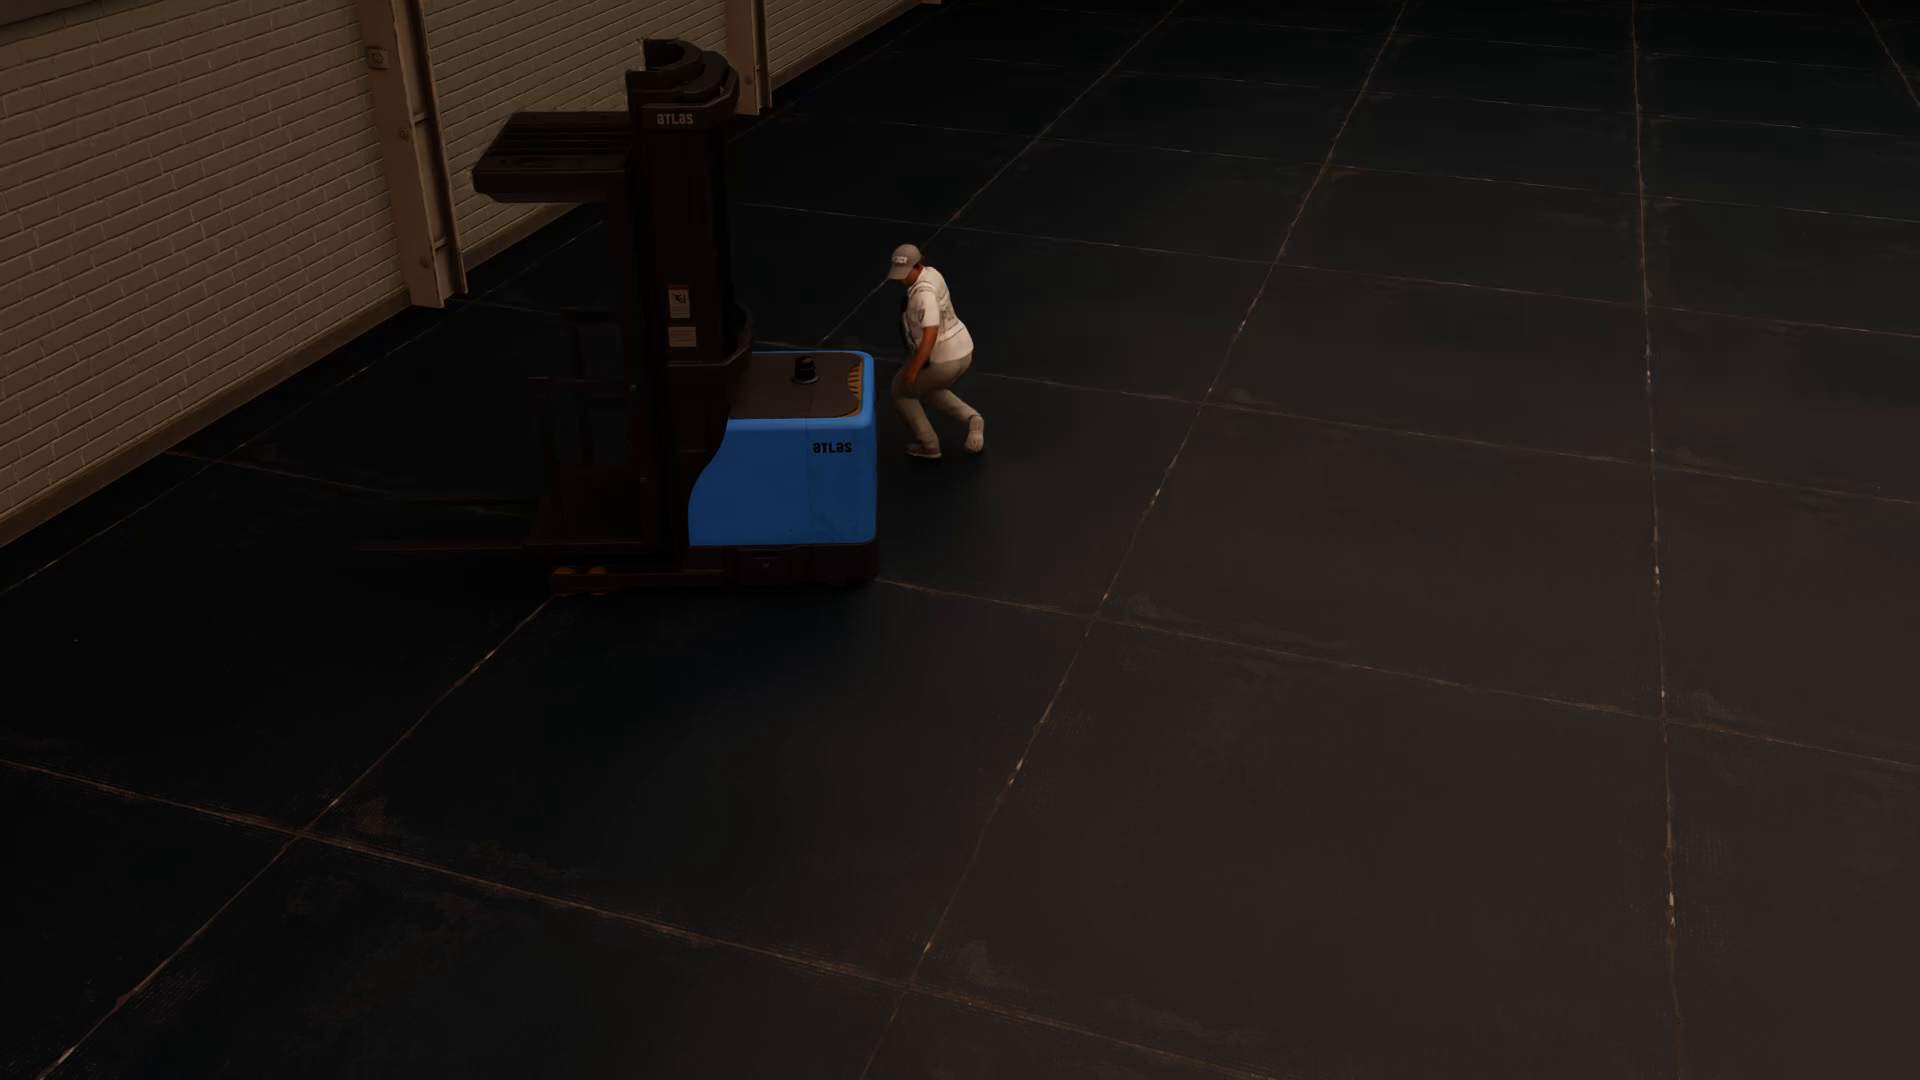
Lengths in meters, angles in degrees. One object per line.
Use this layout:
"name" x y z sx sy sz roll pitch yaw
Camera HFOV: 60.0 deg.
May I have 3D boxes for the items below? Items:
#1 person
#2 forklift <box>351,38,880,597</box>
"person" -0.150 -1.220 10.798 0.621 1.459 0.757 12 32 20
"forklift" -1.999 -1.215 9.268 3.031 2.935 1.130 -1 30 -2
